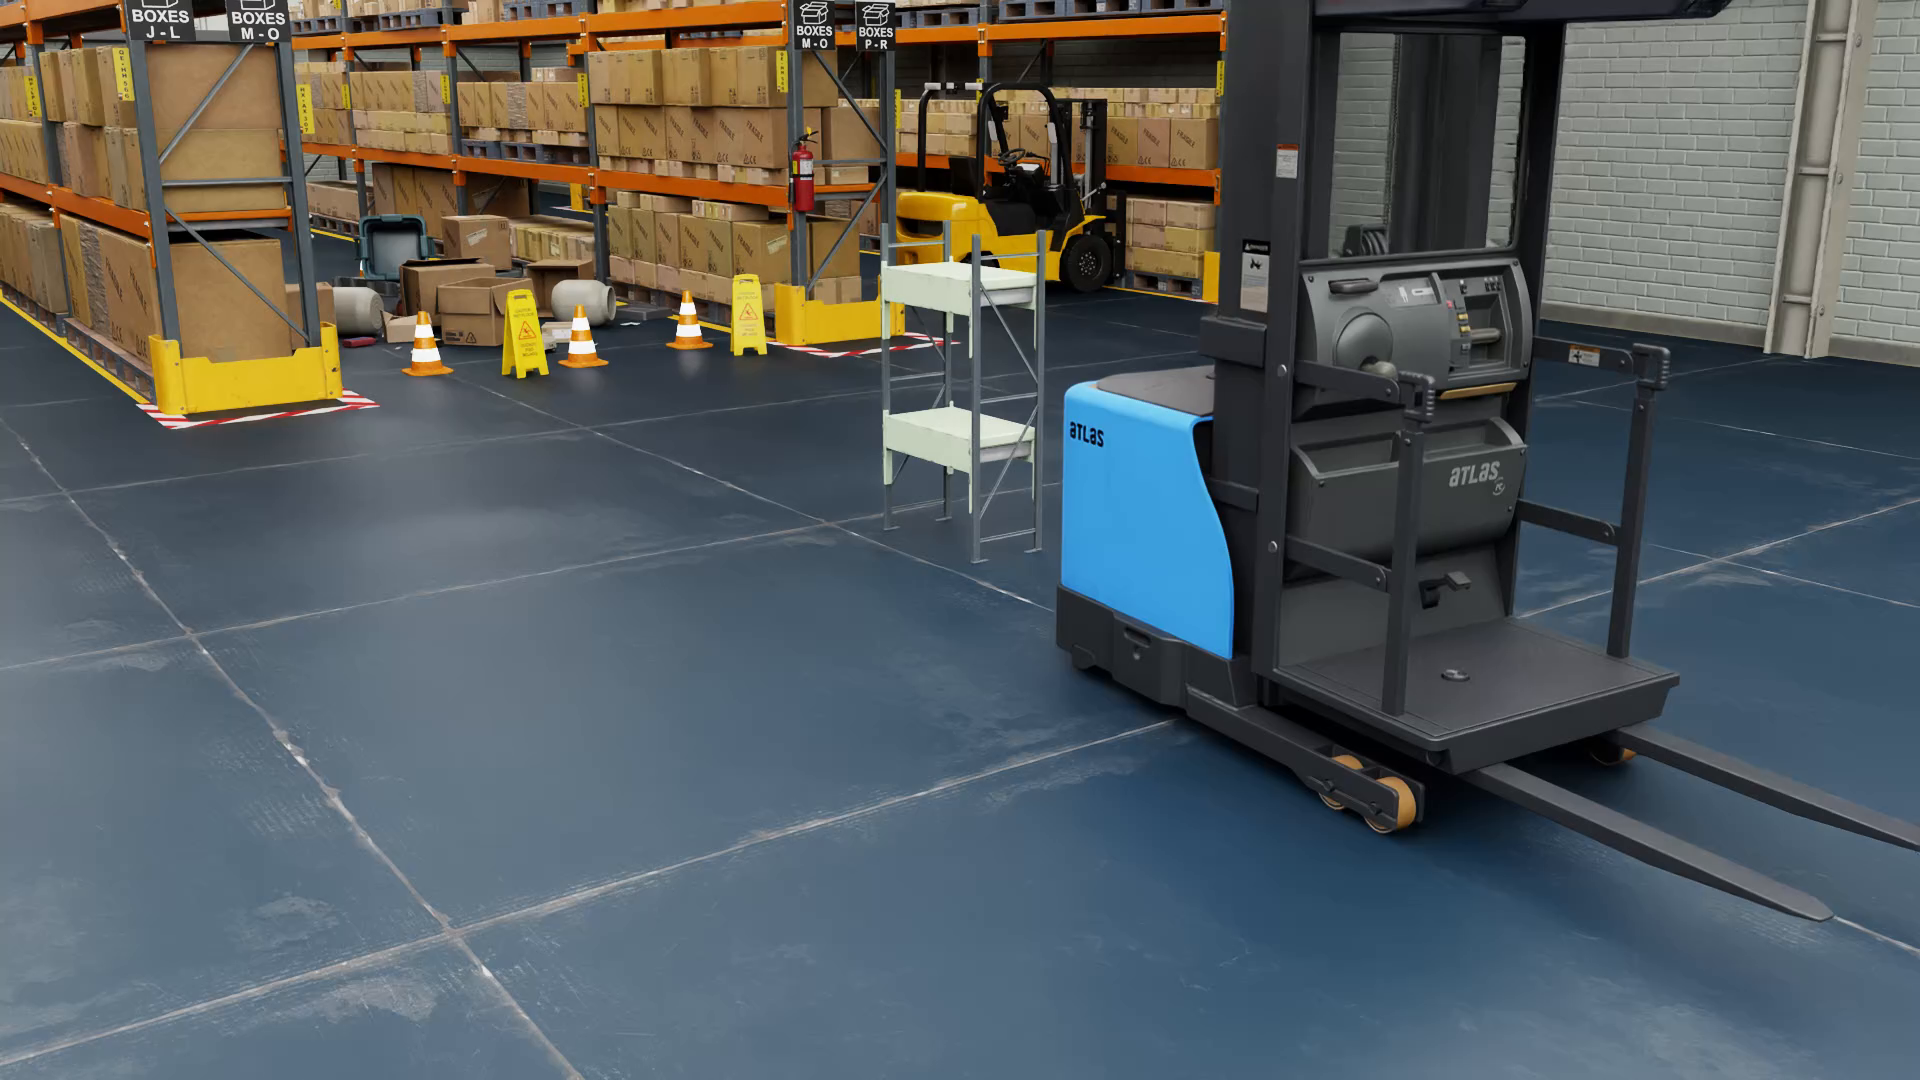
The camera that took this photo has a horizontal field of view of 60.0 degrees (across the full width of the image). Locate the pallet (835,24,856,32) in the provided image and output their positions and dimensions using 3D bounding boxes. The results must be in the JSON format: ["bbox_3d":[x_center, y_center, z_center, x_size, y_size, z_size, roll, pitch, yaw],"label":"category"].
[{"bbox_3d":[-1.211,-6.902,22.286,1.213,0.211,1.003,-10,18,-32],"label":"pallet"}]

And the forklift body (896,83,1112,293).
[{"bbox_3d":[0.431,-3.681,17.451,2.313,2.155,1.214,-11,19,-35],"label":"forklift body"}]

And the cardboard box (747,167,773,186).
[{"bbox_3d":[-1.623,-3.160,14.415,0.380,0.149,0.250,-11,19,-35],"label":"cardboard box"}]

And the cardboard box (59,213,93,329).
[{"bbox_3d":[-6.974,-2.294,14.006,0.875,0.875,0.875,-11,19,-34],"label":"cardboard box"}]

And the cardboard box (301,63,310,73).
[{"bbox_3d":[-9.536,-7.001,24.661,0.380,0.149,0.250,-11,19,-36],"label":"cardboard box"}]

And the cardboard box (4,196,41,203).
[{"bbox_3d":[-10.253,-3.580,17.992,0.500,0.250,0.500,-11,19,-36],"label":"cardboard box"}]

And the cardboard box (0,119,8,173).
[{"bbox_3d":[-9.292,-3.918,16.520,0.500,0.500,0.500,-11,19,-35],"label":"cardboard box"}]

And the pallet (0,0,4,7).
[{"bbox_3d":[-8.558,-5.104,15.718,1.003,0.211,1.213,-10,18,-32],"label":"pallet"}]

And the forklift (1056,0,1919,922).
[{"bbox_3d":[1.552,-0.686,5.030,1.130,2.935,3.031,-9,18,-30],"label":"forklift"}]

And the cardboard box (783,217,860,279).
[{"bbox_3d":[-1.256,-2.656,15.089,0.500,0.500,0.500,-12,19,-36],"label":"cardboard box"}]

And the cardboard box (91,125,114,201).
[{"bbox_3d":[-6.104,-2.912,12.749,0.875,0.550,0.500,-11,19,-35],"label":"cardboard box"}]

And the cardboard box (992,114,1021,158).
[{"bbox_3d":[0.720,-4.736,19.507,0.500,0.500,0.500,-12,19,-36],"label":"cardboard box"}]

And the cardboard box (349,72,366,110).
[{"bbox_3d":[-8.020,-6.152,22.787,0.500,0.500,0.500,-11,19,-34],"label":"cardboard box"}]

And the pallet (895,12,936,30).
[{"bbox_3d":[-0.551,-6.663,21.415,1.003,0.211,1.213,-10,18,-32],"label":"pallet"}]

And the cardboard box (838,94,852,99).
[{"bbox_3d":[-1.858,-6.062,23.557,0.500,0.500,0.500,-10,18,-32],"label":"cardboard box"}]

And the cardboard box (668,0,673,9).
[{"bbox_3d":[-2.450,-4.943,15.246,0.380,0.149,0.250,-11,19,-34],"label":"cardboard box"}]

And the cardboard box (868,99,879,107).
[{"bbox_3d":[-0.965,-5.650,21.620,0.380,0.149,0.250,-10,18,-33],"label":"cardboard box"}]

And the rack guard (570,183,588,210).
[{"bbox_3d":[-6.341,-6.163,29.648,1.175,0.500,0.348,-11,19,-35],"label":"rack guard"}]

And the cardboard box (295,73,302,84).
[{"bbox_3d":[-9.728,-6.780,25.082,0.500,0.500,0.500,-11,19,-35],"label":"cardboard box"}]

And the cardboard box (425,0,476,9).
[{"bbox_3d":[-6.038,-6.662,20.061,0.797,0.503,0.637,-12,20,-38],"label":"cardboard box"}]

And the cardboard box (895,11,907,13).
[{"bbox_3d":[-1.049,-7.187,22.271,0.500,0.250,0.500,-11,19,-35],"label":"cardboard box"}]

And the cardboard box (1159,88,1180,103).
[{"bbox_3d":[2.295,-4.616,17.280,0.380,0.149,0.250,-10,18,-33],"label":"cardboard box"}]

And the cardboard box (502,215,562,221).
[{"bbox_3d":[-5.371,-3.719,20.163,0.950,0.372,0.625,-12,20,-38],"label":"cardboard box"}]

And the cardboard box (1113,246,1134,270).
[{"bbox_3d":[1.919,-3.112,18.178,0.500,0.250,0.500,-11,19,-34],"label":"cardboard box"}]

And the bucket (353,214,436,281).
[{"bbox_3d":[-5.342,-2.745,15.744,0.726,0.611,0.620,-4,6,-15],"label":"bucket"}]

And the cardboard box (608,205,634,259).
[{"bbox_3d":[-3.214,-3.122,16.792,0.500,0.500,0.500,-10,18,-32],"label":"cardboard box"}]

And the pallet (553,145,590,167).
[{"bbox_3d":[-3.674,-4.145,17.901,1.003,0.211,1.213,-11,19,-35],"label":"pallet"}]

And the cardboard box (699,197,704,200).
[{"bbox_3d":[-3.931,-5.390,26.026,0.500,0.500,0.500,-10,18,-32],"label":"cardboard box"}]

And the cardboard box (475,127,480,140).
[{"bbox_3d":[-5.515,-4.823,19.697,0.380,0.149,0.250,-12,20,-38],"label":"cardboard box"}]

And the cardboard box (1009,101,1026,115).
[{"bbox_3d":[0.798,-5.020,19.317,0.380,0.149,0.250,-10,18,-33],"label":"cardboard box"}]

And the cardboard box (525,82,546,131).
[{"bbox_3d":[-4.391,-4.726,18.111,0.500,0.500,0.500,-10,18,-33],"label":"cardboard box"}]

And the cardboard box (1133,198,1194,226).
[{"bbox_3d":[2.194,-3.485,17.647,0.500,0.250,0.500,-10,18,-34],"label":"cardboard box"}]

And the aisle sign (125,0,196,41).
[{"bbox_3d":[-5.136,-3.600,10.622,0.394,0.787,0.004,-11,19,-35],"label":"aisle sign"}]

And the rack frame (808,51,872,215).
[{"bbox_3d":[-1.682,-5.677,23.136,1.000,3.000,0.127,-11,19,-35],"label":"rack frame"}]

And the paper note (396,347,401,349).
[{"bbox_3d":[-4.708,-1.610,13.940,0.032,0.001,0.123,-2,15,-6],"label":"paper note"}]

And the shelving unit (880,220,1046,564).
[{"bbox_3d":[0.004,-0.722,7.873,0.431,1.500,0.755,-11,19,-35],"label":"shelving unit"}]

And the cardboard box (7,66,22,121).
[{"bbox_3d":[-8.781,-4.332,16.138,0.700,0.500,0.500,-11,19,-35],"label":"cardboard box"}]

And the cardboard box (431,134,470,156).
[{"bbox_3d":[-6.202,-4.901,20.585,0.500,0.250,0.500,-12,19,-36],"label":"cardboard box"}]

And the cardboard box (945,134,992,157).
[{"bbox_3d":[0.162,-4.817,20.279,0.500,0.250,0.500,-10,18,-33],"label":"cardboard box"}]

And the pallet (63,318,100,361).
[{"bbox_3d":[-6.904,-1.742,14.041,1.003,0.211,1.213,-11,19,-35],"label":"pallet"}]

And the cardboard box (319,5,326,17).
[{"bbox_3d":[-8.836,-7.479,23.530,0.380,0.149,0.250,-10,18,-33],"label":"cardboard box"}]

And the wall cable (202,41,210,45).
[{"bbox_3d":[-13.733,-8.320,30.807,0.585,1.953,0.123,-11,19,-35],"label":"wall cable"}]

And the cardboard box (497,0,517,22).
[{"bbox_3d":[-4.775,-6.081,18.734,0.797,0.503,0.637,-11,19,-35],"label":"cardboard box"}]

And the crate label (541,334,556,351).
[{"bbox_3d":[-3.498,-1.622,13.741,0.298,0.136,0.250,7,17,23],"label":"crate label"}]

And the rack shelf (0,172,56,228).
[{"bbox_3d":[-8.463,-3.342,15.966,1.077,0.370,4.000,-11,19,-35],"label":"rack shelf"}]

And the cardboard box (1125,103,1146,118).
[{"bbox_3d":[1.982,-4.580,17.708,0.380,0.149,0.250,-12,19,-36],"label":"cardboard box"}]

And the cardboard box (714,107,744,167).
[{"bbox_3d":[-1.824,-3.570,14.684,0.500,0.500,0.500,-11,19,-34],"label":"cardboard box"}]

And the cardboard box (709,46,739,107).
[{"bbox_3d":[-1.759,-4.056,14.566,0.700,0.500,0.500,-11,19,-34],"label":"cardboard box"}]

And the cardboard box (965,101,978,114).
[{"bbox_3d":[0.290,-5.222,20.057,0.380,0.149,0.250,-10,18,-33],"label":"cardboard box"}]

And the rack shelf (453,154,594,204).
[{"bbox_3d":[-4.519,-4.132,18.852,1.077,0.370,4.000,-11,19,-35],"label":"rack shelf"}]

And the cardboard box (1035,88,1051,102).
[{"bbox_3d":[1.070,-5.047,18.854,0.380,0.149,0.250,-10,18,-33],"label":"cardboard box"}]

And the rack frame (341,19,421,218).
[{"bbox_3d":[-8.047,-5.760,23.438,1.000,3.000,0.127,-11,19,-35],"label":"rack frame"}]

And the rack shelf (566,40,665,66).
[{"bbox_3d":[-5.210,-8.058,27.516,1.077,0.370,4.000,-11,19,-35],"label":"rack shelf"}]

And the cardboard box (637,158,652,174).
[{"bbox_3d":[-2.928,-3.657,16.232,0.380,0.149,0.250,-10,18,-33],"label":"cardboard box"}]

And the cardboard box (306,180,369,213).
[{"bbox_3d":[-9.930,-5.455,26.384,0.875,0.438,0.875,-12,19,-36],"label":"cardboard box"}]

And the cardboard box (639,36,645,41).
[{"bbox_3d":[-4.917,-8.052,26.608,0.380,0.149,0.250,-11,19,-35],"label":"cardboard box"}]

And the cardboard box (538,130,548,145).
[{"bbox_3d":[-4.343,-4.362,18.013,0.380,0.149,0.250,-11,19,-34],"label":"cardboard box"}]

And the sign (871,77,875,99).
[{"bbox_3d":[-1.235,-6.322,23.300,0.100,0.325,0.005,-11,19,-35],"label":"sign"}]
